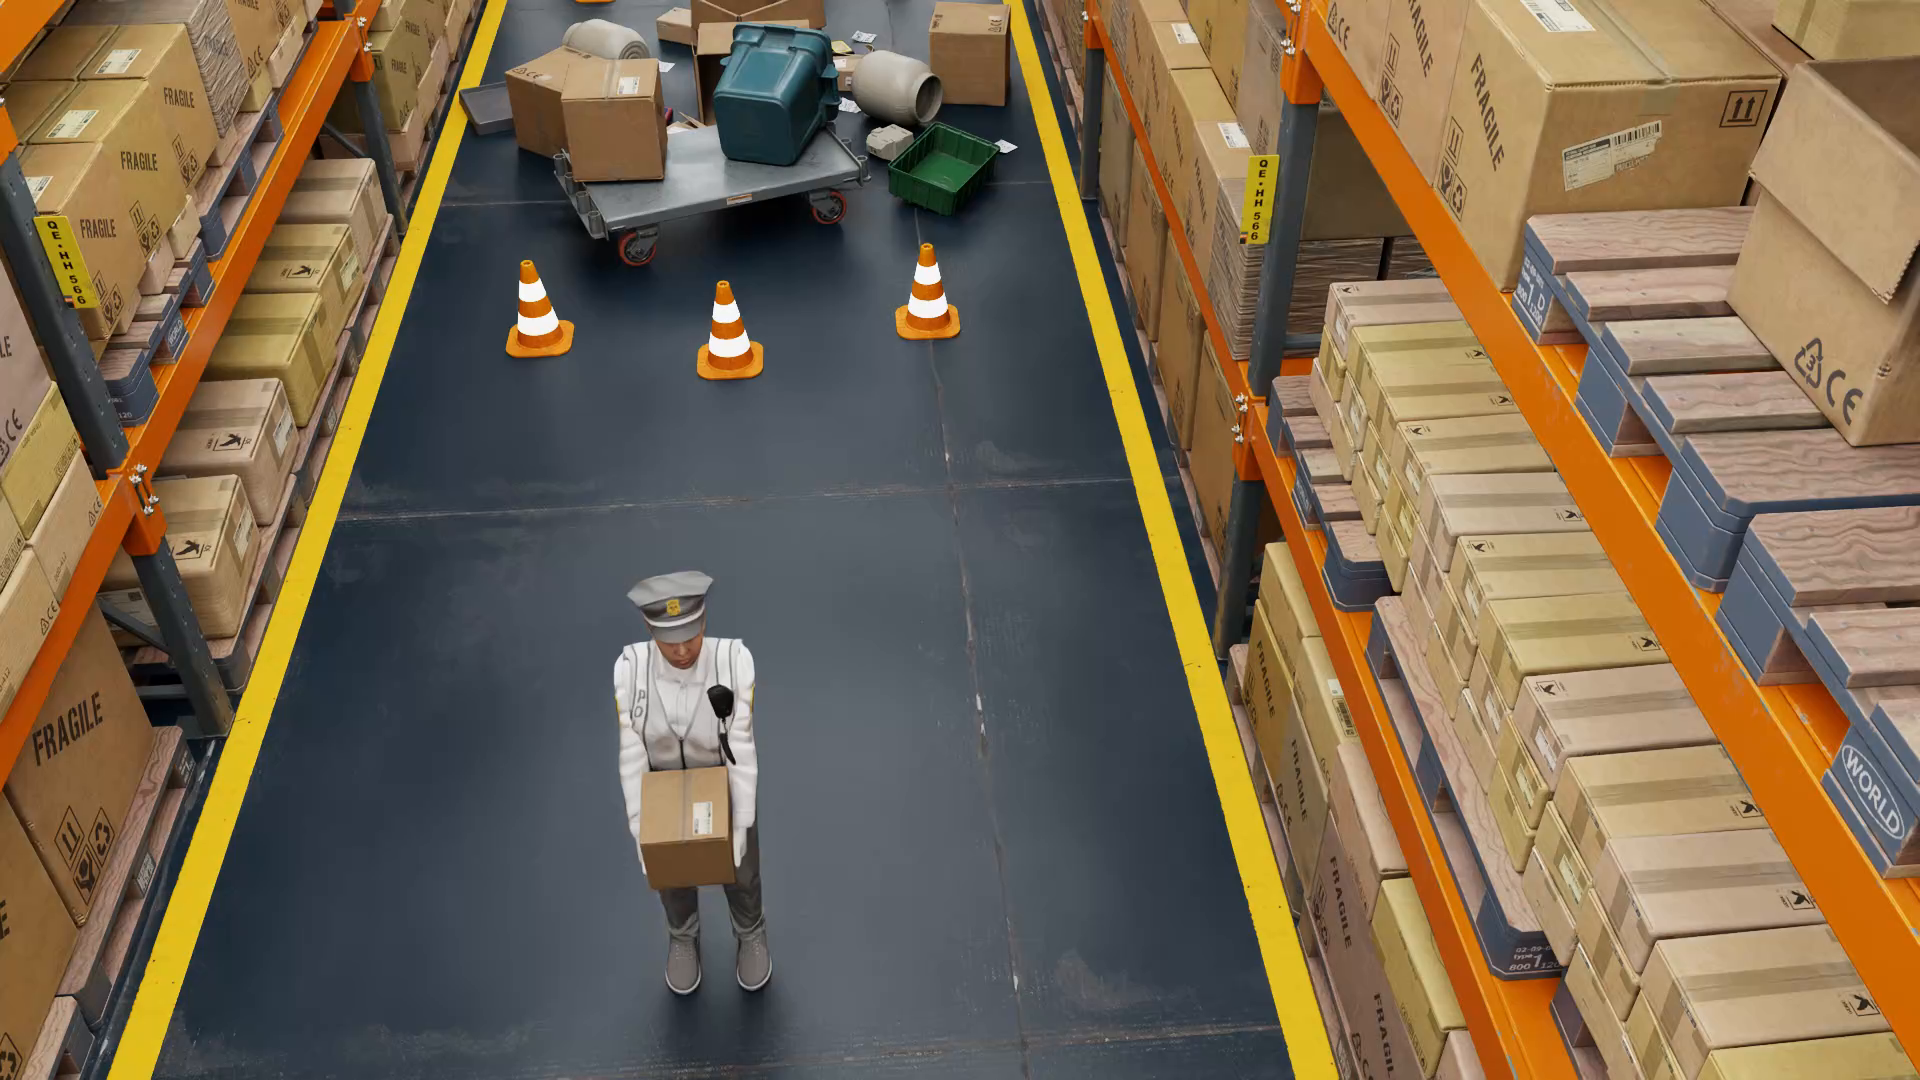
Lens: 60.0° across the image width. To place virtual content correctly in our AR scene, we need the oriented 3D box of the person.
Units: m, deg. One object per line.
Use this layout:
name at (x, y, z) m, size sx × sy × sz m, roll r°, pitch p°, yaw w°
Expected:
person at (-0.806, 0.832, 5.125) m, size 0.416 × 1.691 × 0.523 m, roll -4°, pitch 39°, yaw -4°
